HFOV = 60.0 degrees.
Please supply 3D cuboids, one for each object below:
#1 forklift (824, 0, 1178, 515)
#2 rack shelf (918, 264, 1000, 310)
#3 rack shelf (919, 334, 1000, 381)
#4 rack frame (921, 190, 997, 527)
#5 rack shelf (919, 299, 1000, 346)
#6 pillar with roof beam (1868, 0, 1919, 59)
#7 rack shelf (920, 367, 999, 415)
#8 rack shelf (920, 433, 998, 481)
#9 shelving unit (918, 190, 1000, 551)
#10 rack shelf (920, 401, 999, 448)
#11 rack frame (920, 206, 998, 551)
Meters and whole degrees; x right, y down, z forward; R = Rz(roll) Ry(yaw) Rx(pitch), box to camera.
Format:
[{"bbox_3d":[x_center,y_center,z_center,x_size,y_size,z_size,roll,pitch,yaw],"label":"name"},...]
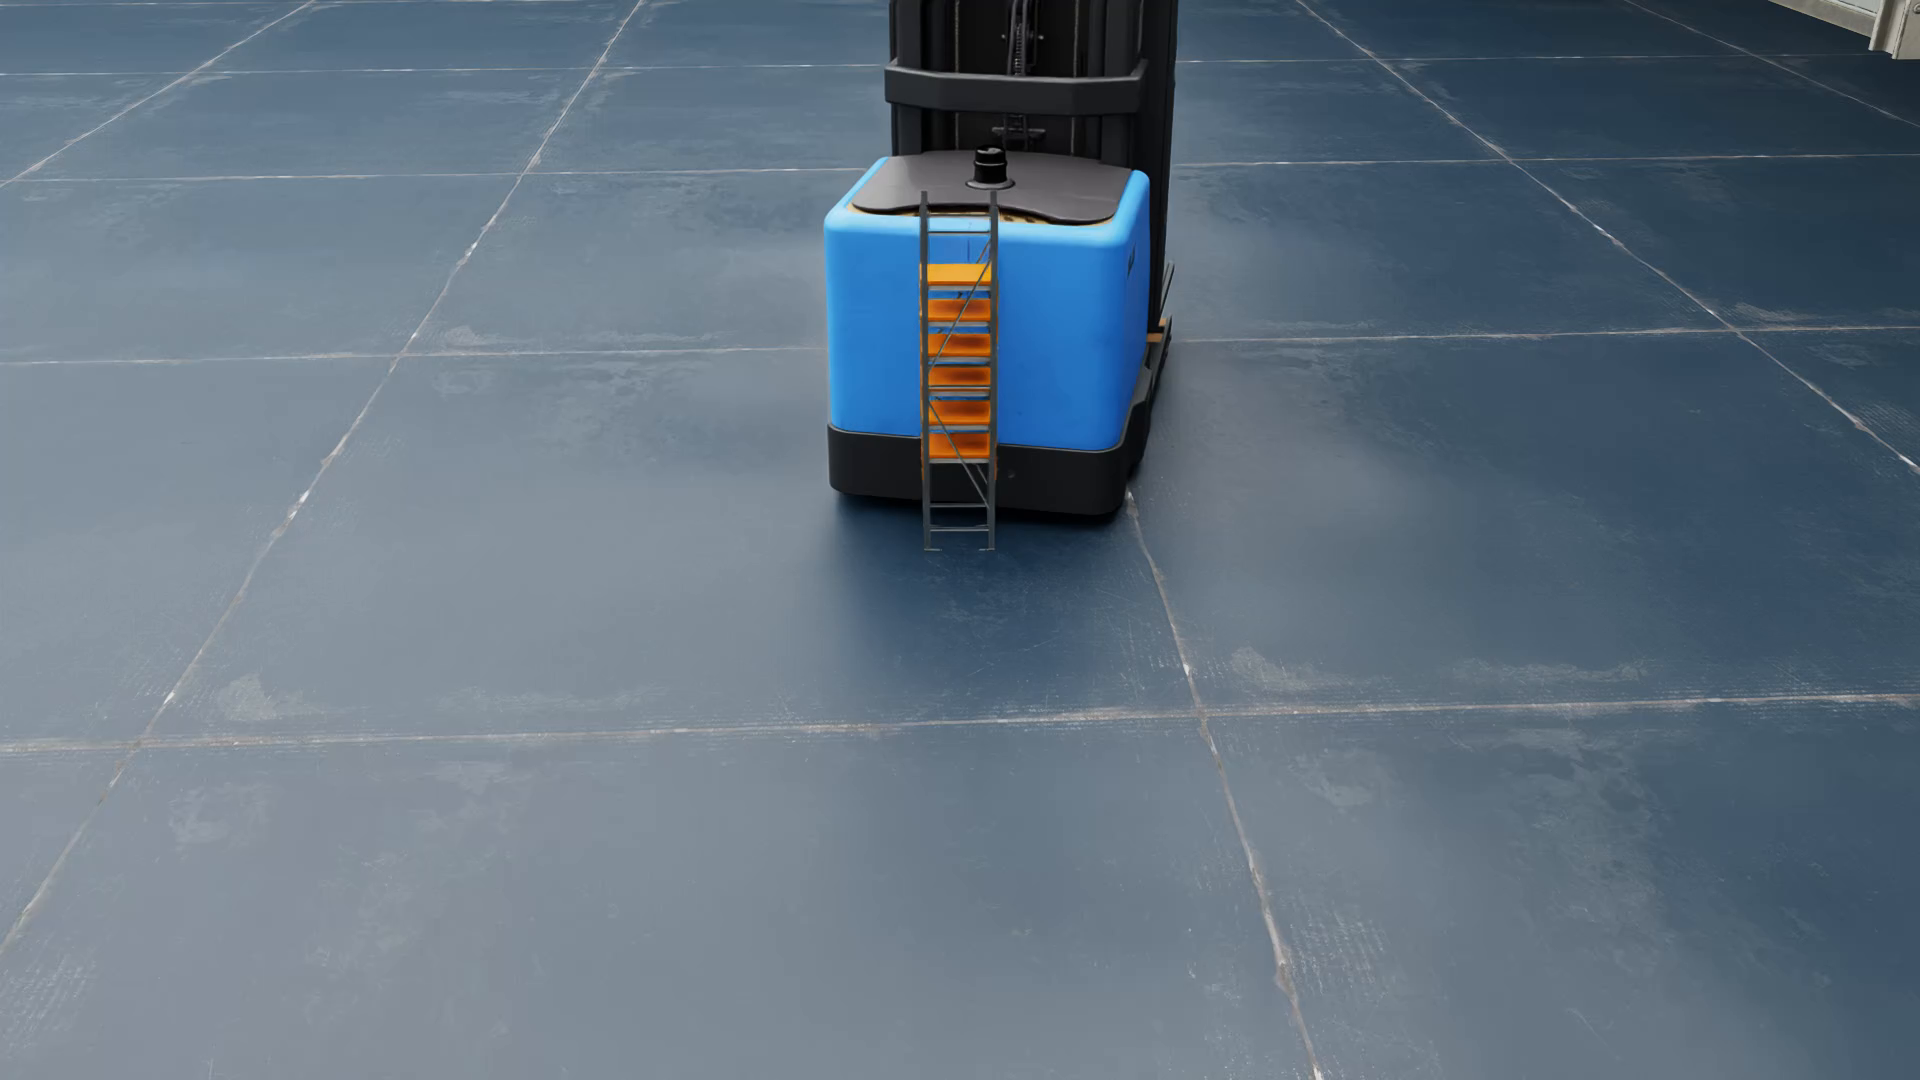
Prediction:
[{"bbox_3d":[0.322,-2.047,6.505,1.130,2.935,3.031,5,28,10],"label":"forklift"},{"bbox_3d":[-0.003,-0.817,5.336,0.258,0.103,0.180,0,28,0],"label":"rack shelf"},{"bbox_3d":[-0.003,-0.604,5.447,0.258,0.103,0.180,0,28,0],"label":"rack shelf"},{"bbox_3d":[-0.003,-0.579,5.563,0.240,1.200,0.006,0,28,0],"label":"rack frame"},{"bbox_3d":[-0.003,-0.710,5.391,0.258,0.103,0.180,0,28,0],"label":"rack shelf"},{"bbox_3d":[3.102,-7.712,10.805,9.100,9.000,0.400,-1,28,-3],"label":"pillar with roof beam"},{"bbox_3d":[-0.003,-0.497,5.502,0.258,0.103,0.180,0,28,0],"label":"rack shelf"},{"bbox_3d":[-0.003,-0.285,5.613,0.258,0.103,0.180,0,28,0],"label":"rack shelf"},{"bbox_3d":[-0.003,-0.537,5.482,0.258,1.200,0.189,0,28,0],"label":"shelving unit"},{"bbox_3d":[-0.003,-0.391,5.558,0.258,0.103,0.180,0,28,0],"label":"rack shelf"},{"bbox_3d":[-0.002,-0.495,5.401,0.240,1.200,0.006,0,28,0],"label":"rack frame"}]
